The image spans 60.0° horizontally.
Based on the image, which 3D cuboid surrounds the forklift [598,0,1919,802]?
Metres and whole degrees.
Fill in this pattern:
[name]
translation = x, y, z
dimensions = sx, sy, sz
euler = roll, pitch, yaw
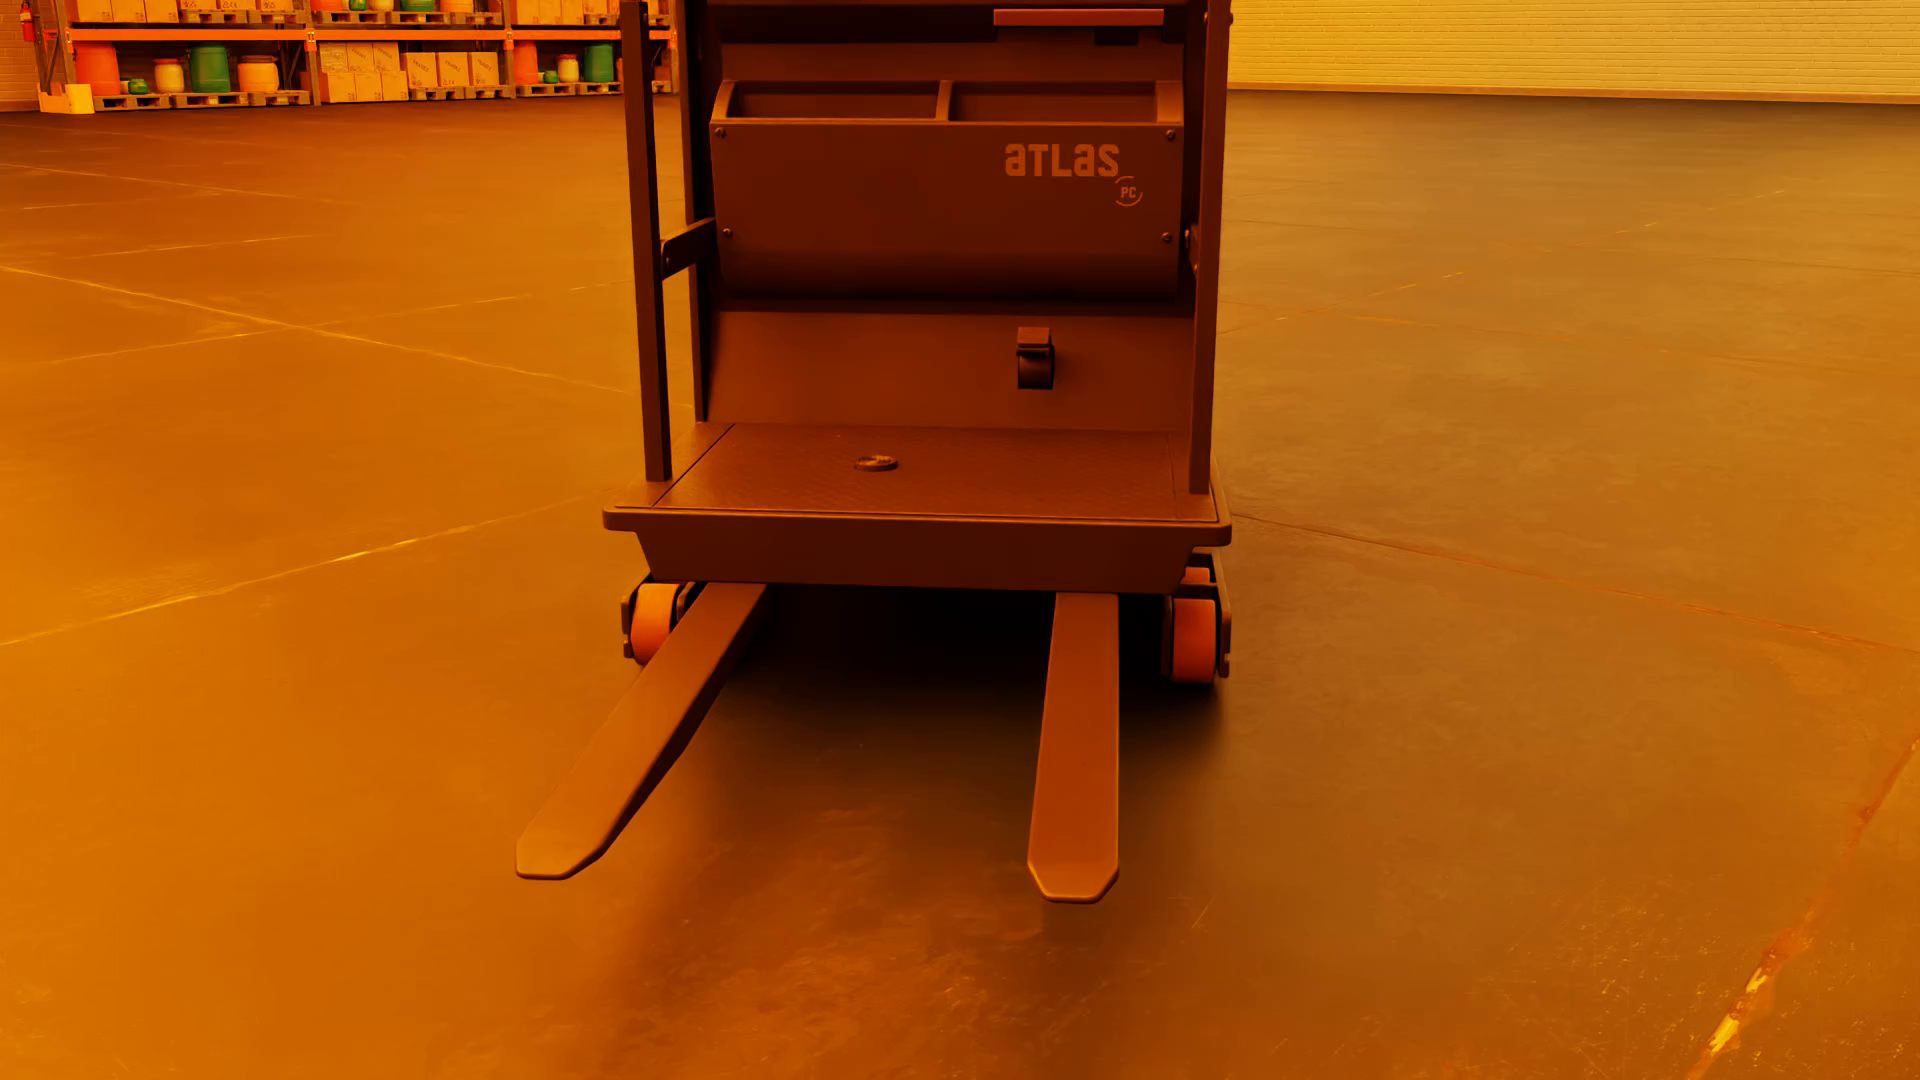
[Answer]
[forklift]
translation = 0.398, -1.271, 3.085
dimensions = 1.130, 2.935, 3.031
euler = -12, 21, -35
